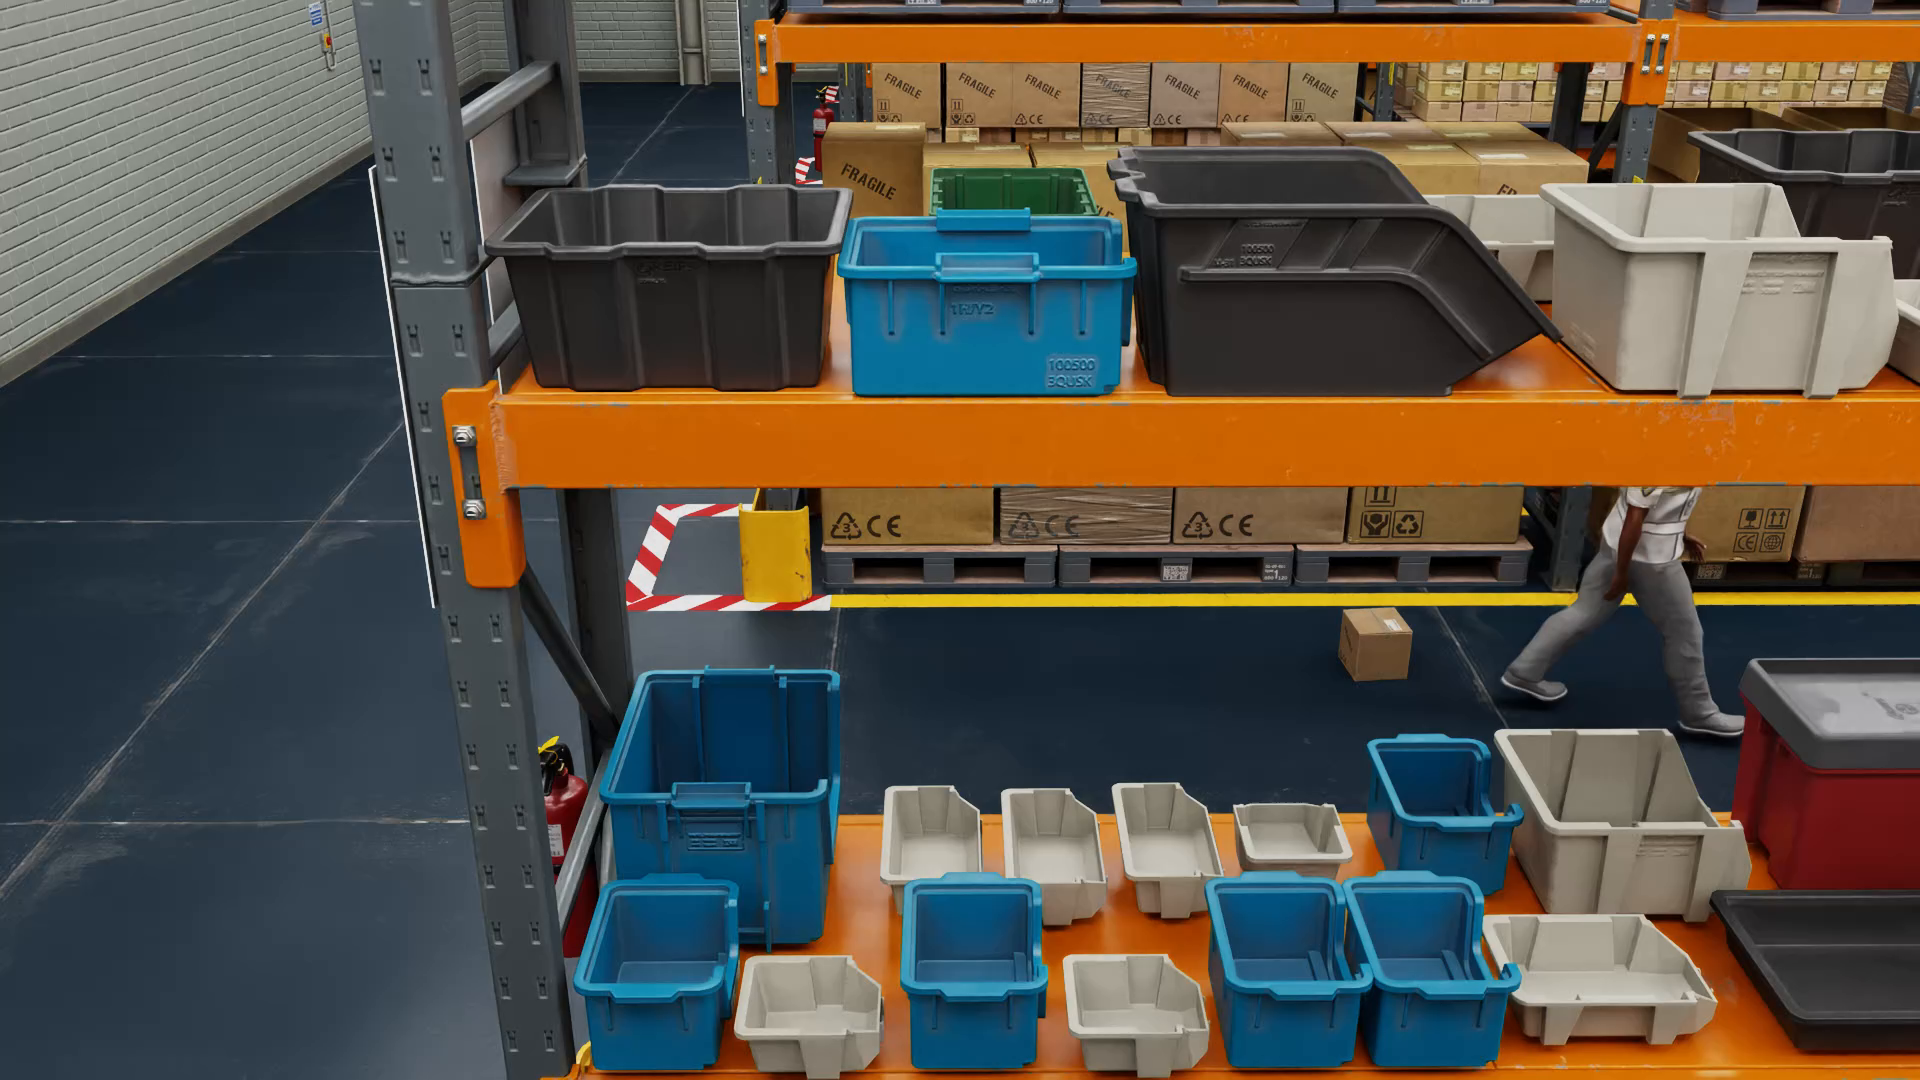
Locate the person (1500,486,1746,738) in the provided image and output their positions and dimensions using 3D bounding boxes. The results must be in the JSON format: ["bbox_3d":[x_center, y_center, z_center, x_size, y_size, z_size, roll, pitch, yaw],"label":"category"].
[{"bbox_3d":[2.917,0.022,7.002,1.036,1.623,0.452,4,25,10],"label":"person"}]
